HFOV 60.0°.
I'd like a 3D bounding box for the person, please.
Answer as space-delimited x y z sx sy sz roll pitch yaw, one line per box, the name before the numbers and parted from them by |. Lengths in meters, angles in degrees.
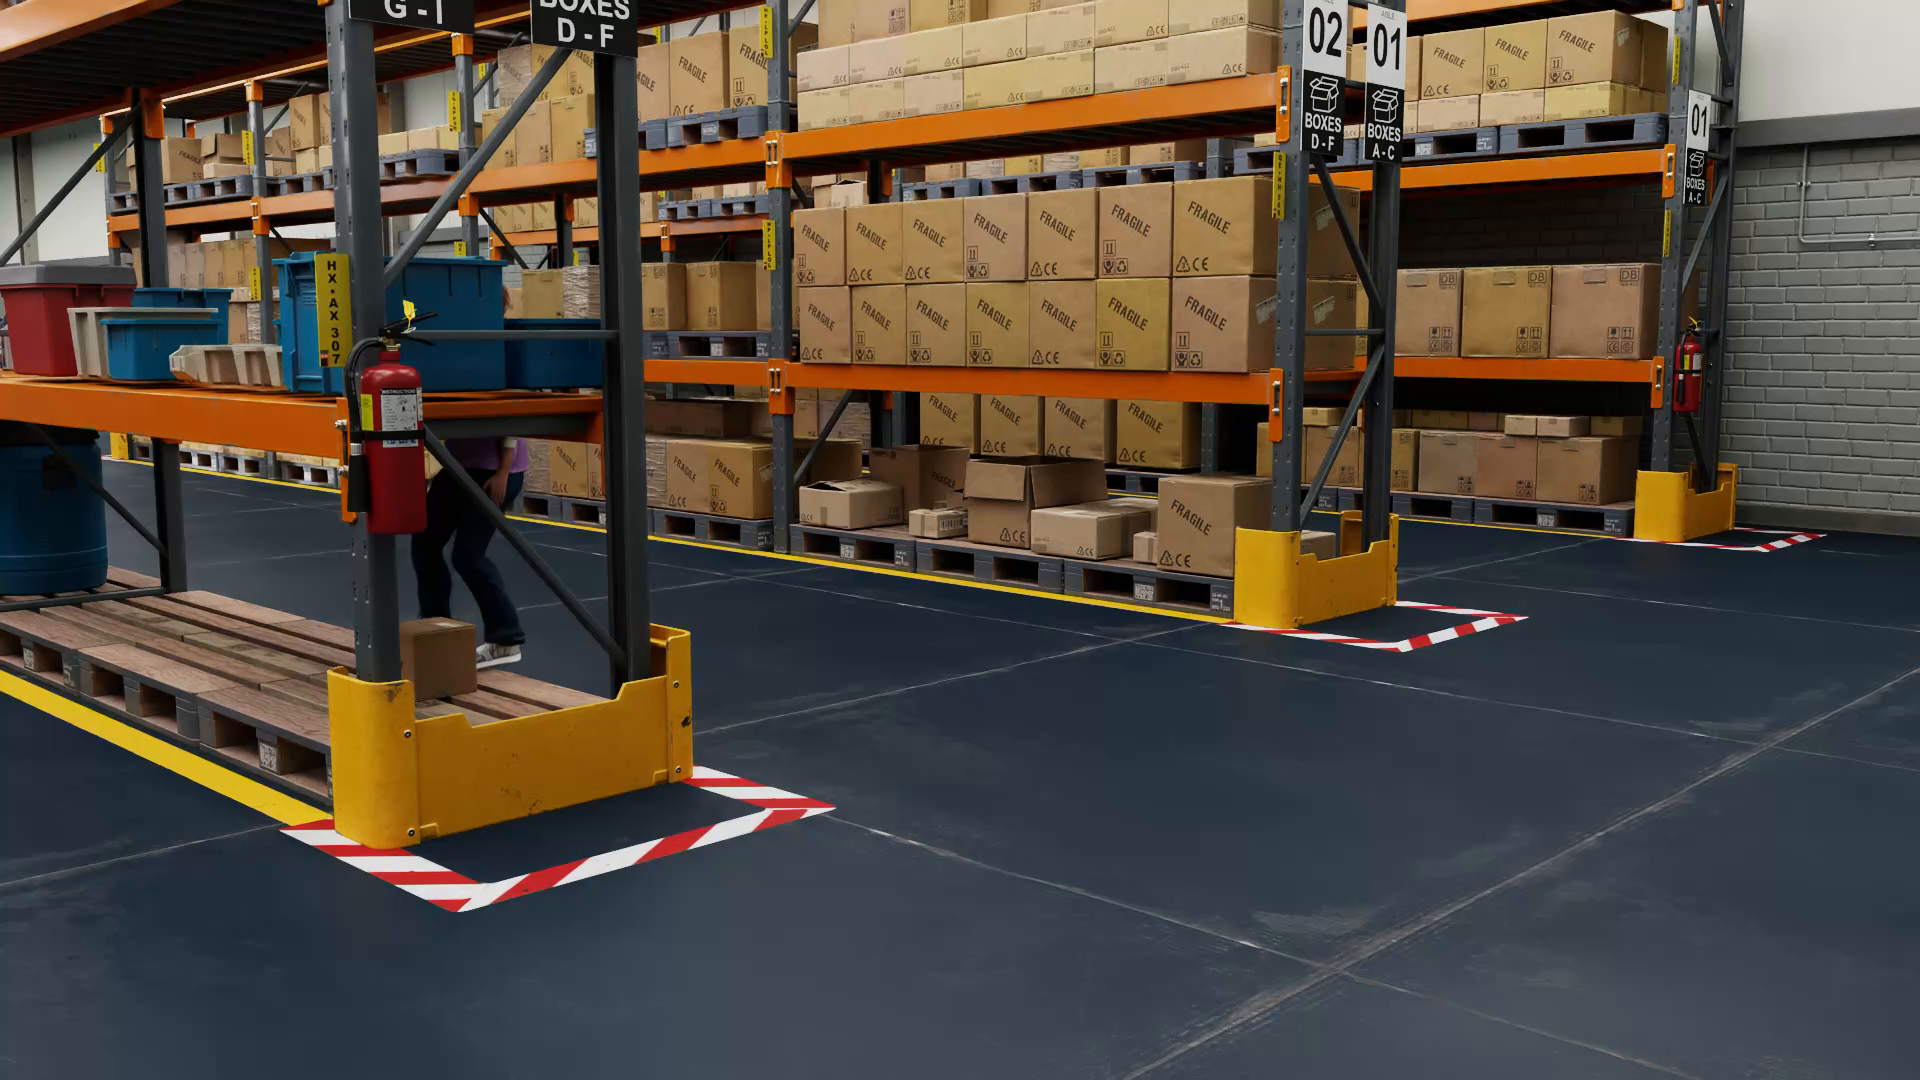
person | -1.904 -0.258 6.353 0.444 1.572 0.487 6 9 37
